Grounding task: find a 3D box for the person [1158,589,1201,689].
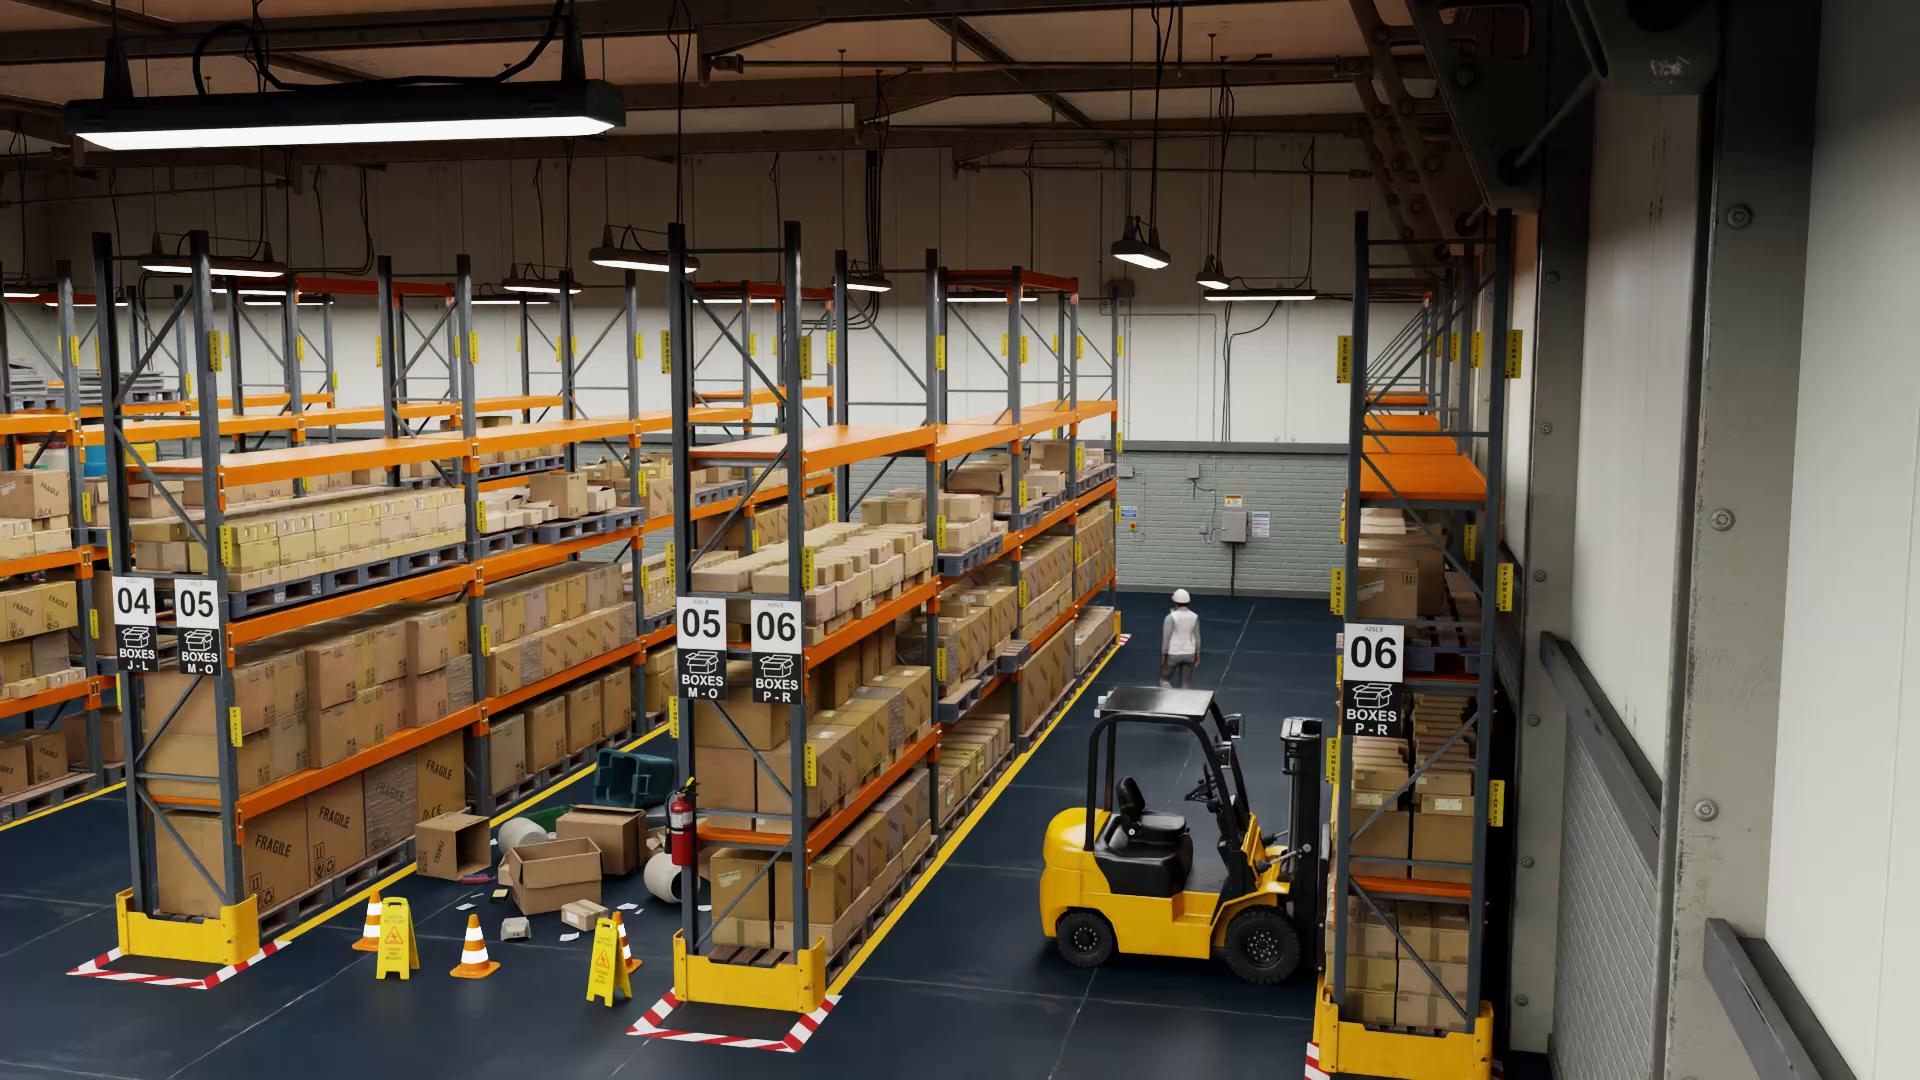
[{"bbox_3d":[2.978,1.552,22.517,0.569,1.788,0.397,-2,7,-15],"label":"person"}]
